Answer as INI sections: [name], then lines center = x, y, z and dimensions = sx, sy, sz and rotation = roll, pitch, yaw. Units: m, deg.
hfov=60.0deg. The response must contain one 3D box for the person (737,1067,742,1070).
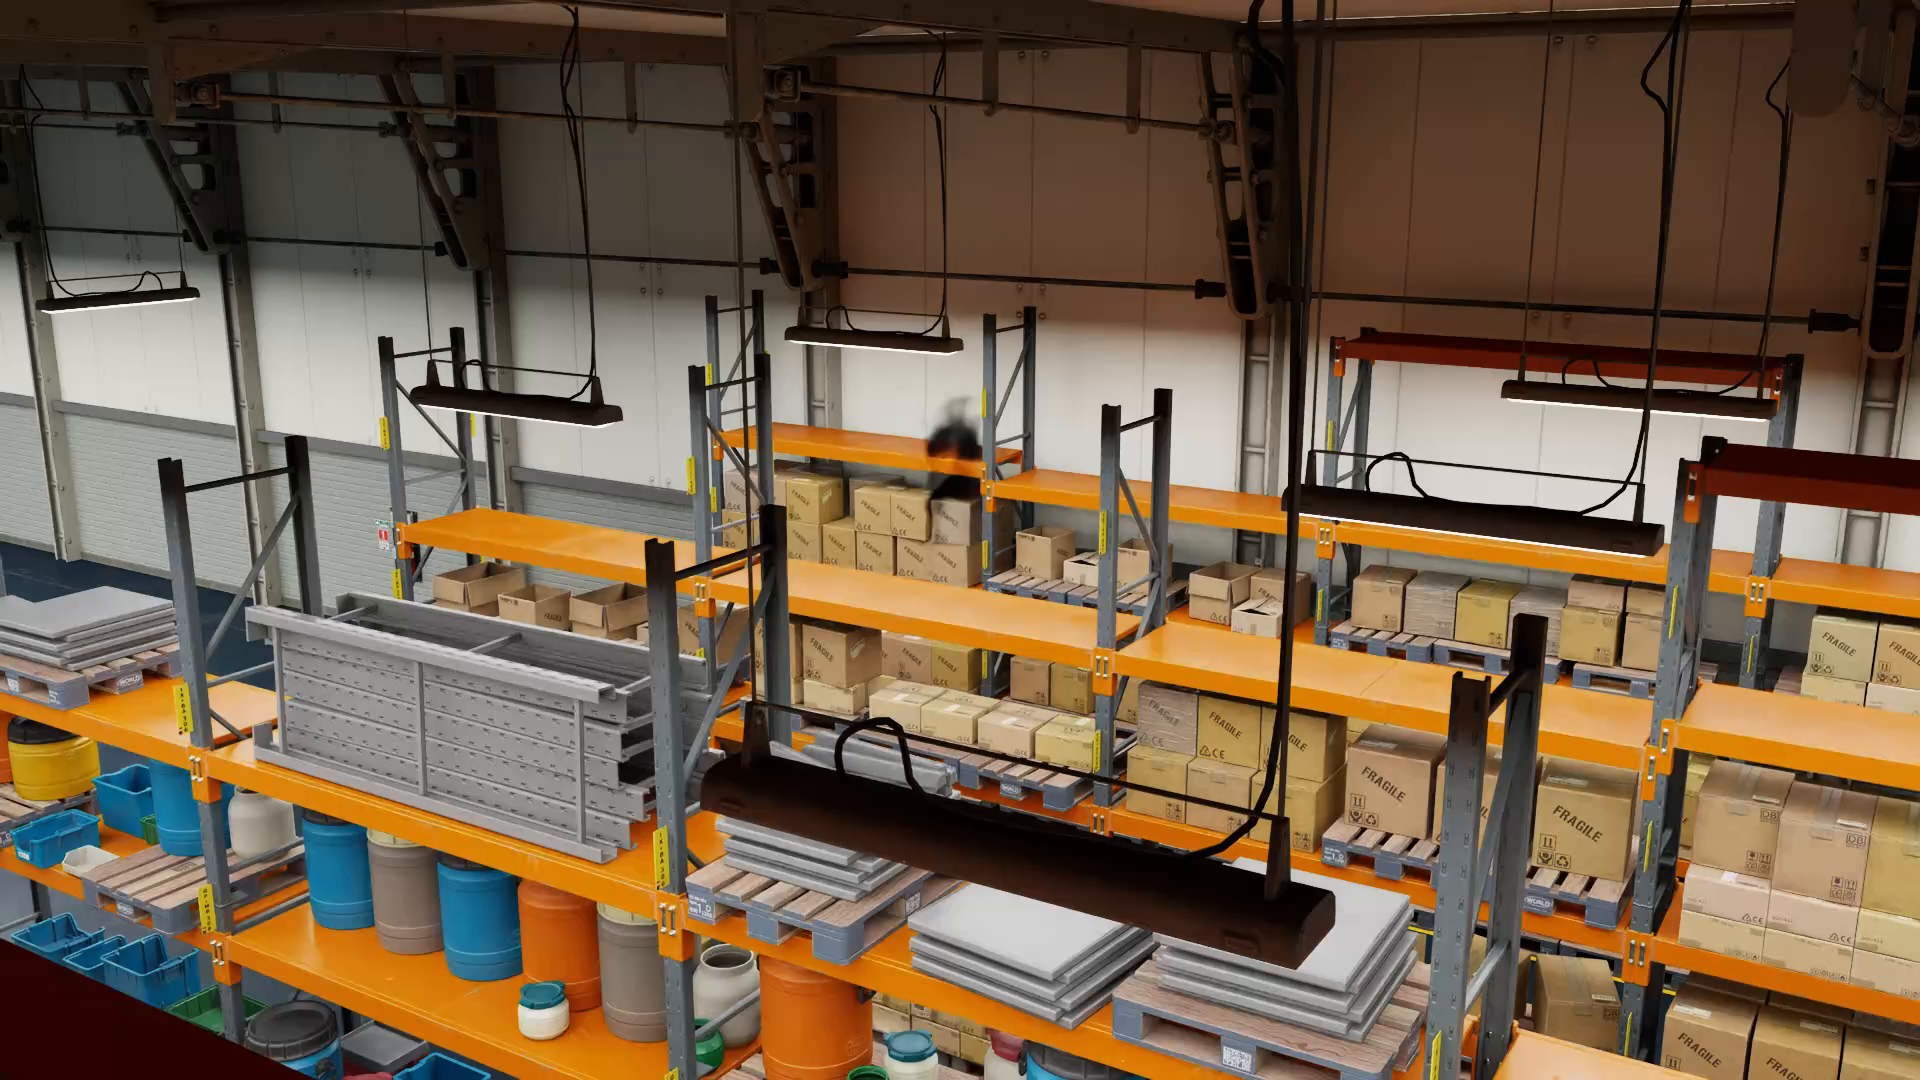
[person]
center = -1.609, 4.370, 12.050
dimensions = 0.921, 1.706, 0.626
rotation = 9, 17, 34
